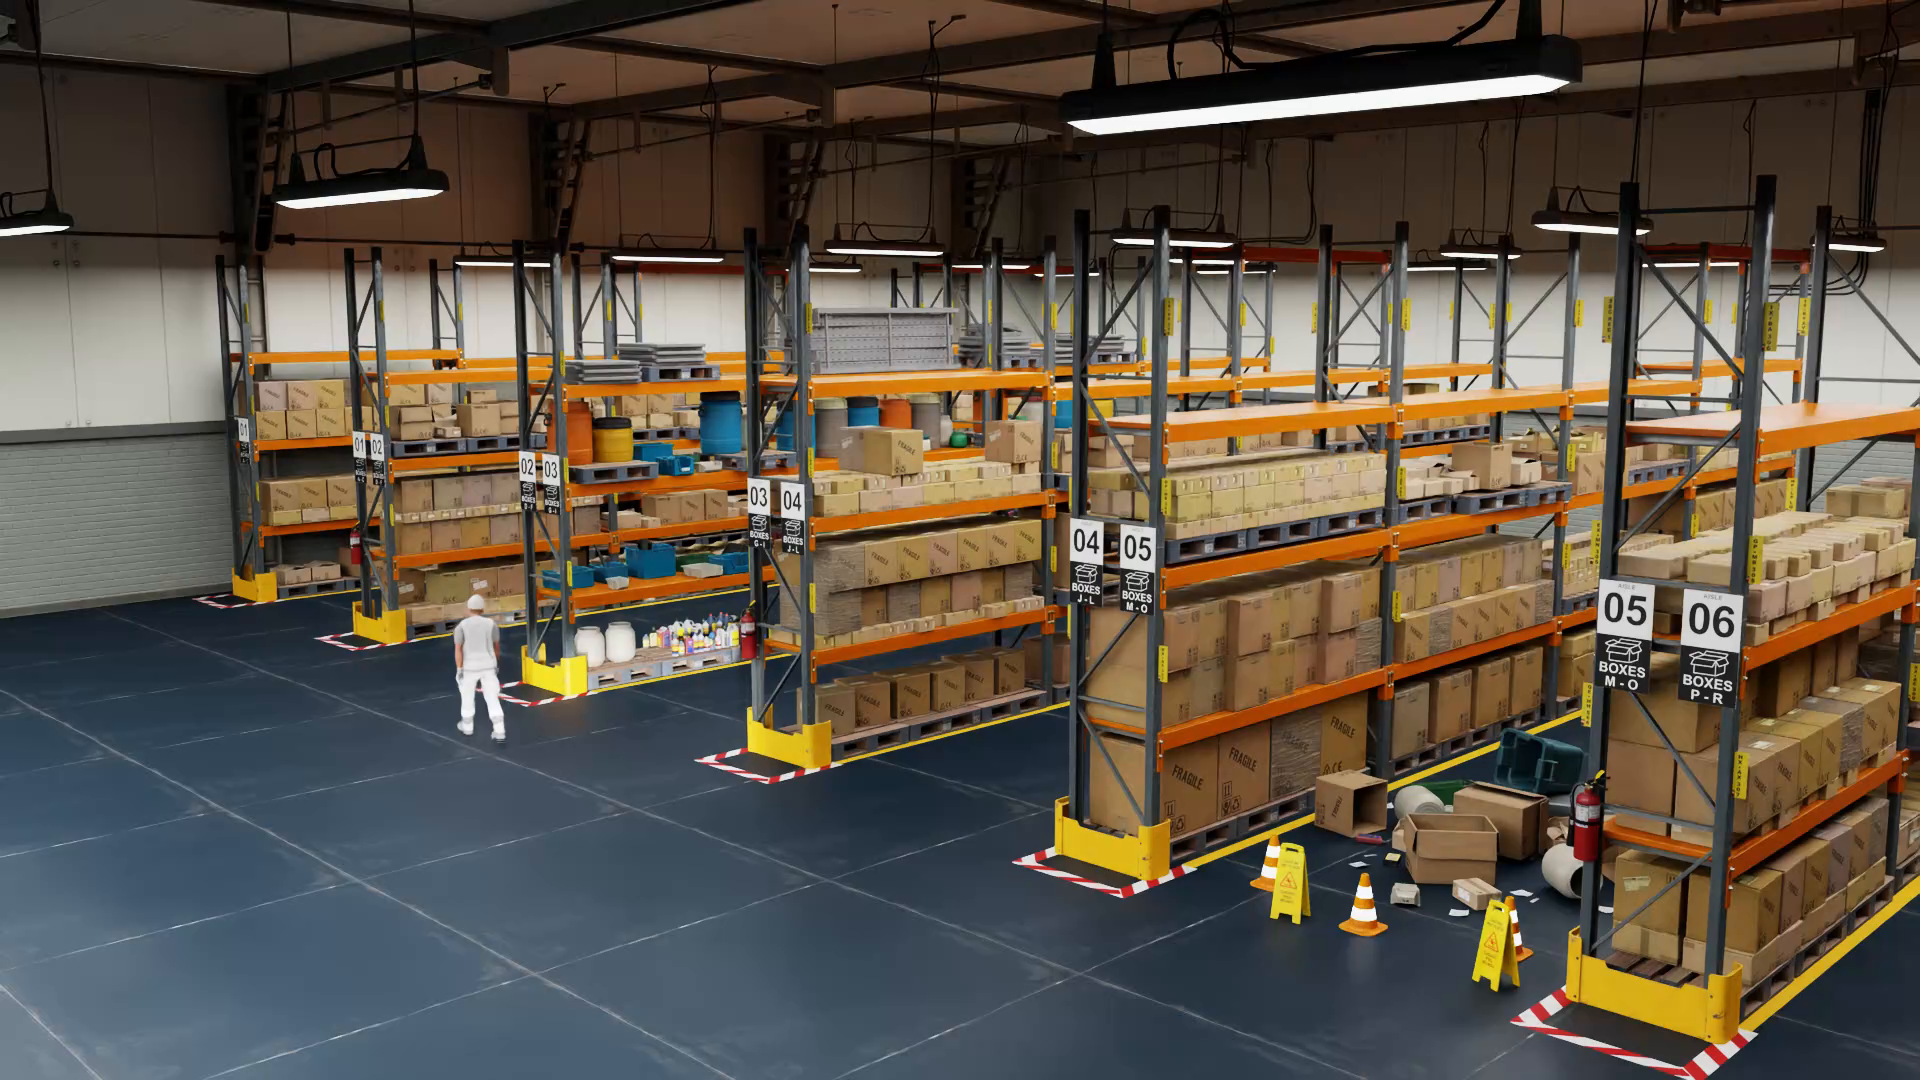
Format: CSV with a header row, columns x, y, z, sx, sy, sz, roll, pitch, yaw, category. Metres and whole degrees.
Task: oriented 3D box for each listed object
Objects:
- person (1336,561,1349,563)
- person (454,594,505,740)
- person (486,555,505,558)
x,y,z,sx,sy,sz,roll,pitch,yaw,category
5.469,1.056,23.589,0.960,1.542,0.475,-7,11,-41,person
-5.730,1.515,19.742,0.552,1.743,1.088,-5,10,-33,person
-8.307,0.169,29.589,0.472,1.663,0.762,3,9,22,person
